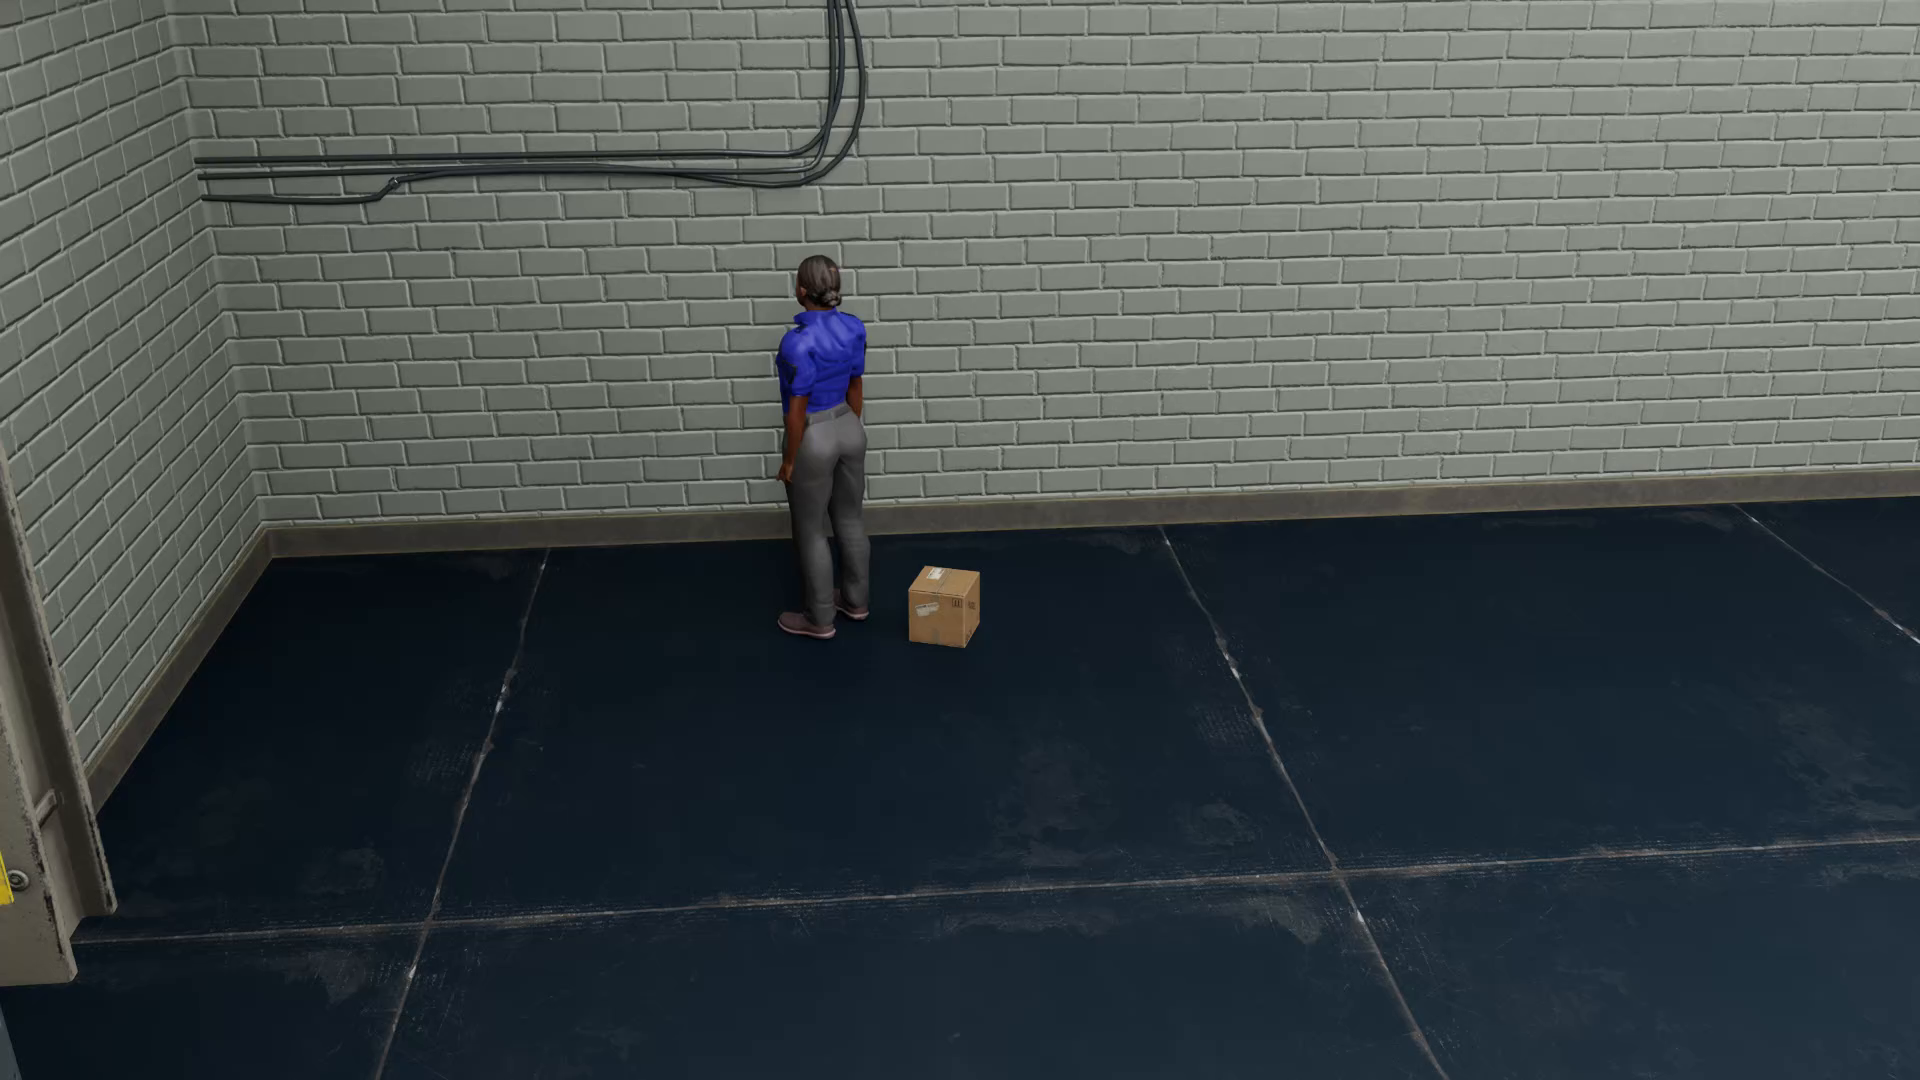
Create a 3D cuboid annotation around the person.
[{"bbox_3d":[-0.588,-0.391,6.992,0.339,1.659,0.446,20,31,38],"label":"person"}]
